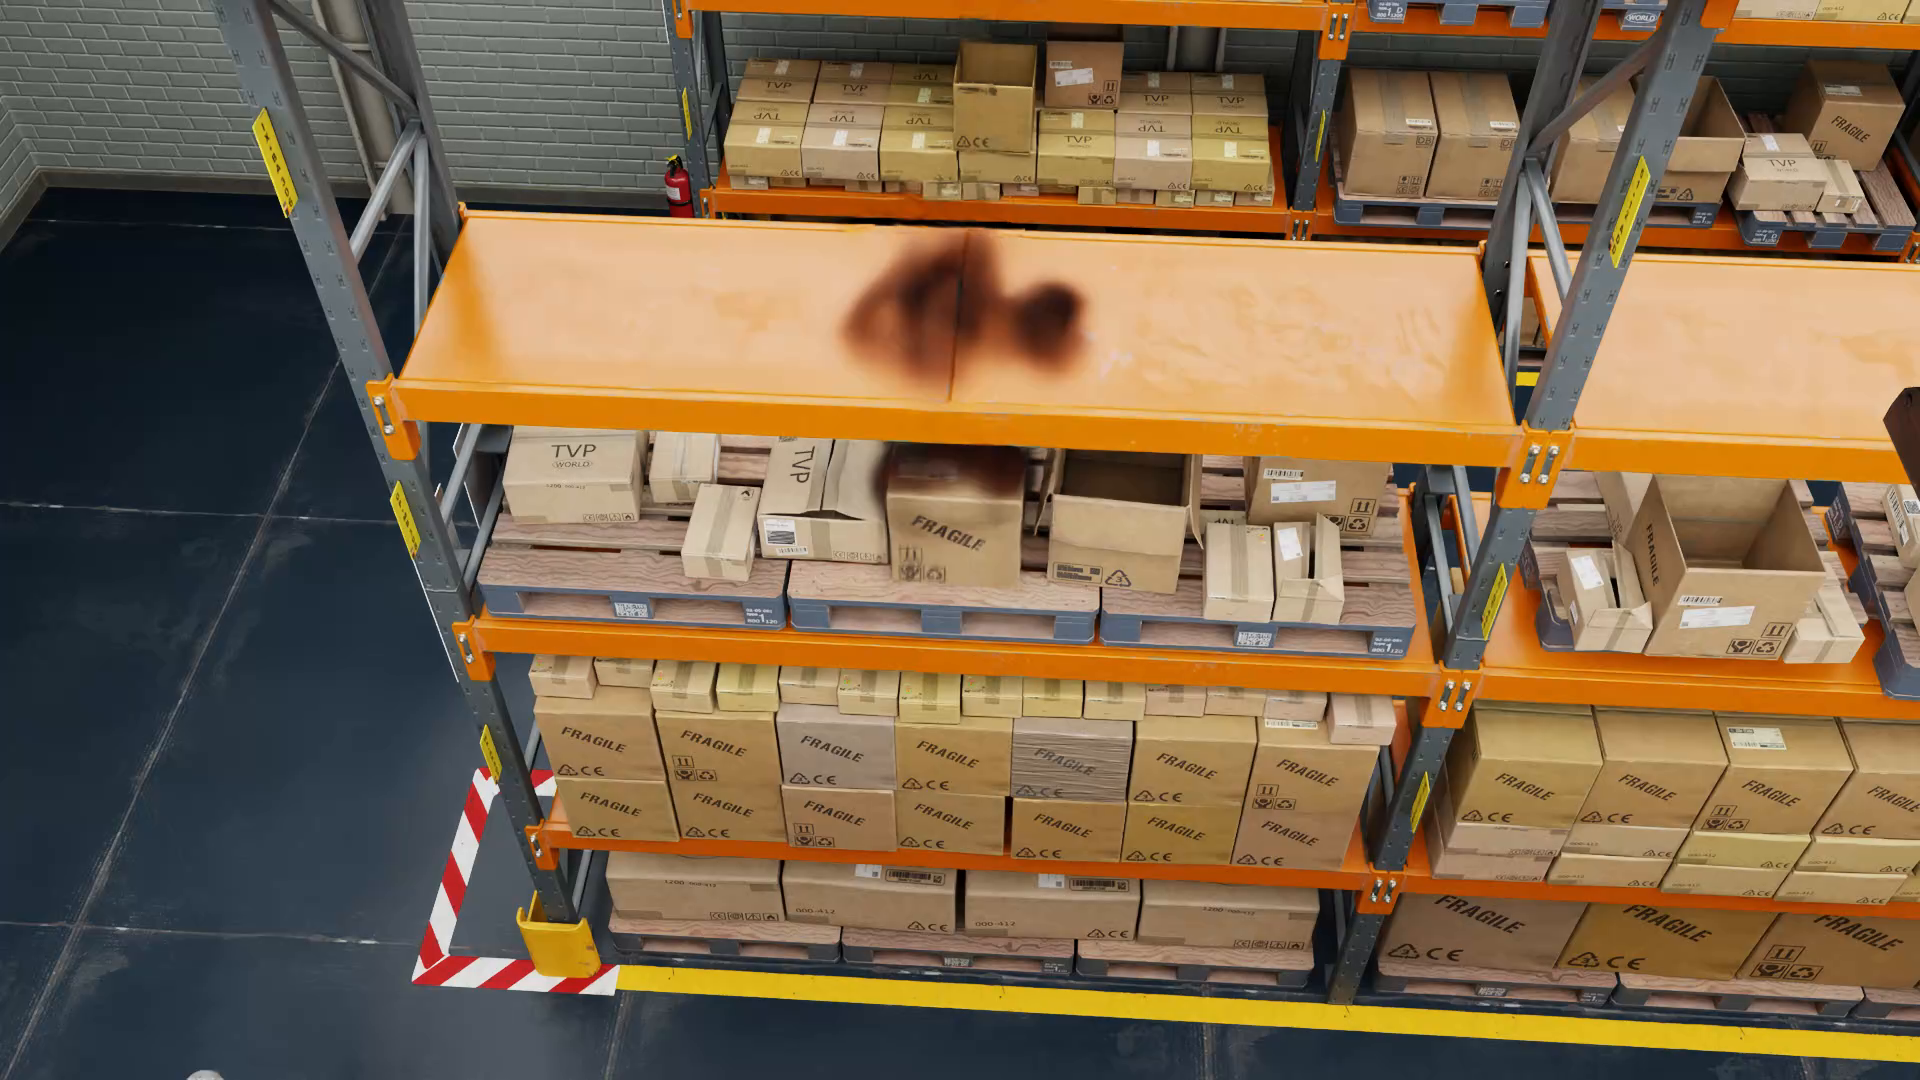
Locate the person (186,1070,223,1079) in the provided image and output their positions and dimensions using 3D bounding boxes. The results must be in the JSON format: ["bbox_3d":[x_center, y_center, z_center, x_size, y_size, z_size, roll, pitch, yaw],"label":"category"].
[{"bbox_3d":[-3.042,2.719,7.191,0.605,1.615,0.576,0,48,0],"label":"person"}]
